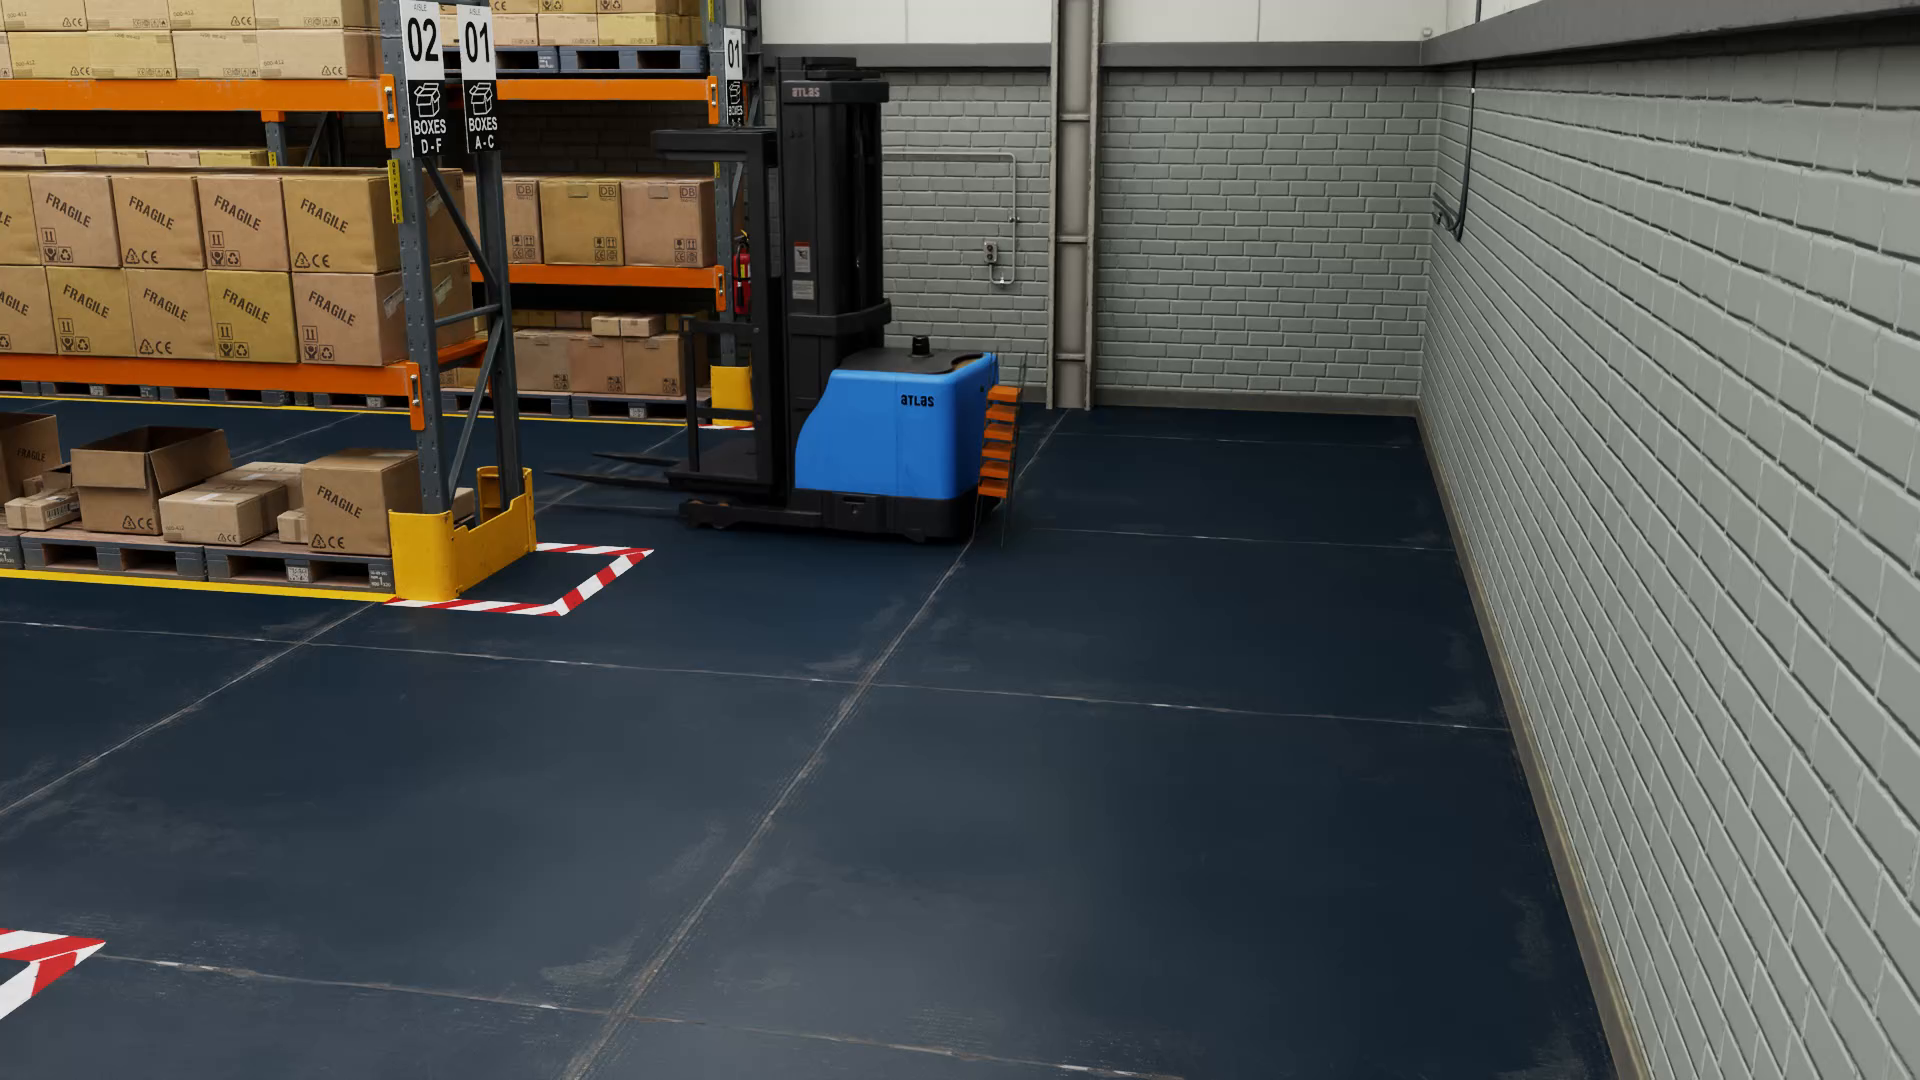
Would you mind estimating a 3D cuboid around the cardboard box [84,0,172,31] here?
[{"bbox_3d":[-4.352,-2.884,9.010,0.500,0.250,0.500,3,16,11],"label":"cardboard box"}]

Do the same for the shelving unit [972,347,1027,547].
[{"bbox_3d":[0.246,-0.574,10.292,0.189,1.200,0.258,8,17,8],"label":"shelving unit"}]

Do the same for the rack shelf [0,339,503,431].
[{"bbox_3d":[-4.778,-1.015,9.884,4.000,0.370,1.077,3,16,11],"label":"rack shelf"}]

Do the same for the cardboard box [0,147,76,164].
[{"bbox_3d":[-8.263,-3.394,14.938,0.500,0.250,0.500,3,16,11],"label":"cardboard box"}]

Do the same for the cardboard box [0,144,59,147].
[{"bbox_3d":[-8.671,-3.555,15.518,0.500,0.250,0.500,3,16,9],"label":"cardboard box"}]

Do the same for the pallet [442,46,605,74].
[{"bbox_3d":[-3.763,-4.055,14.059,1.213,0.211,1.003,3,16,11],"label":"pallet"}]

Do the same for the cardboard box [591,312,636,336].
[{"bbox_3d":[-2.954,-1.845,14.215,0.250,0.149,0.380,4,16,13],"label":"cardboard box"}]

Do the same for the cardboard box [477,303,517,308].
[{"bbox_3d":[-4.122,-2.012,14.818,0.250,0.149,0.380,3,16,12],"label":"cardboard box"}]

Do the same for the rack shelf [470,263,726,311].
[{"bbox_3d":[-3.795,-2.311,14.563,4.000,0.370,1.077,3,16,11],"label":"rack shelf"}]

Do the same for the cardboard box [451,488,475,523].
[{"bbox_3d":[-3.160,-0.205,10.131,0.250,0.149,0.380,3,16,11],"label":"cardboard box"}]

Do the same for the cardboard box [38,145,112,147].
[{"bbox_3d":[-8.169,-3.526,15.417,0.500,0.250,0.500,3,16,10],"label":"cardboard box"}]

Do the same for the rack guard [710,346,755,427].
[{"bbox_3d":[-1.811,-1.345,14.412,0.348,0.500,1.175,3,16,11],"label":"rack guard"}]

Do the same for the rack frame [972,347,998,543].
[{"bbox_3d":[0.156,-0.587,10.305,0.006,1.200,0.240,8,17,8],"label":"rack frame"}]

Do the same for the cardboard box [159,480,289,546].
[{"bbox_3d":[-4.325,-0.165,9.795,0.500,0.250,0.500,3,16,11],"label":"cardboard box"}]

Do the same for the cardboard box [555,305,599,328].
[{"bbox_3d":[-3.370,-1.972,14.672,0.250,0.149,0.380,3,16,12],"label":"cardboard box"}]

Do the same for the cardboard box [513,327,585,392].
[{"bbox_3d":[-3.524,-1.613,14.593,0.500,0.500,0.700,3,16,9],"label":"cardboard box"}]

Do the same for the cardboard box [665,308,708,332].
[{"bbox_3d":[-2.378,-1.918,14.479,0.250,0.149,0.380,3,16,11],"label":"cardboard box"}]

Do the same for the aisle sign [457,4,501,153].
[{"bbox_3d":[-2.693,-2.581,9.321,0.004,0.787,0.394,3,16,11],"label":"aisle sign"}]

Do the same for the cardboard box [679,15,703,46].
[{"bbox_3d":[-2.501,-4.278,14.005,0.500,0.250,0.500,4,16,14],"label":"cardboard box"}]

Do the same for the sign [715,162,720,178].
[{"bbox_3d":[-1.957,-3.082,13.387,0.005,0.325,0.100,3,16,11],"label":"sign"}]

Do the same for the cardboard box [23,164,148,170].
[{"bbox_3d":[-5.195,-1.985,9.980,0.500,0.500,0.500,3,16,12],"label":"cardboard box"}]

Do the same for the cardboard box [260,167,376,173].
[{"bbox_3d":[-3.714,-1.904,9.685,0.500,0.500,0.500,3,16,12],"label":"cardboard box"}]

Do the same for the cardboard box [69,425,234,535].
[{"bbox_3d":[-4.896,-0.378,10.091,0.637,0.503,0.797,3,16,11],"label":"cardboard box"}]

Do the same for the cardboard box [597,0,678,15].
[{"bbox_3d":[-2.606,-4.504,13.416,0.500,0.500,0.500,3,16,11],"label":"cardboard box"}]

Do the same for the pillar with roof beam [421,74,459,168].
[{"bbox_3d":[-5.754,-4.718,10.667,0.400,9.000,9.100,3,16,11],"label":"pillar with roof beam"}]

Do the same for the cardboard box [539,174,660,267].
[{"bbox_3d":[-3.052,-2.756,14.261,0.700,0.700,0.980,3,16,11],"label":"cardboard box"}]

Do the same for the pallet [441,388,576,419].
[{"bbox_3d":[-3.826,-1.295,14.771,1.213,0.211,1.003,3,16,11],"label":"pallet"}]

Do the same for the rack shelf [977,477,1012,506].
[{"bbox_3d":[0.219,-0.302,10.372,0.180,0.103,0.258,8,17,8],"label":"rack shelf"}]

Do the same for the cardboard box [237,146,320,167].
[{"bbox_3d":[-6.154,-3.419,15.030,0.500,0.250,0.500,4,16,13],"label":"cardboard box"}]

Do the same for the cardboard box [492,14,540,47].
[{"bbox_3d":[-3.627,-4.198,13.717,0.500,0.250,0.500,3,16,9],"label":"cardboard box"}]

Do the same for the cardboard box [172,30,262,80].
[{"bbox_3d":[-3.862,-2.616,8.980,0.500,0.250,0.500,3,16,11],"label":"cardboard box"}]

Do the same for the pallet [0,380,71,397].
[{"bbox_3d":[-8.917,-1.571,15.769,1.213,0.211,1.003,3,16,11],"label":"pallet"}]

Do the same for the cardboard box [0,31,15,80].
[{"bbox_3d":[-5.332,-2.696,9.268,0.500,0.250,0.500,3,16,11],"label":"cardboard box"}]

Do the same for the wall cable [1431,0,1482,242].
[{"bbox_3d":[3.636,-3.552,12.273,0.112,2.526,3.097,3,16,11],"label":"wall cable"}]

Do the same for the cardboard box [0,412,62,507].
[{"bbox_3d":[-6.123,-0.519,10.606,0.500,0.500,0.500,3,16,11],"label":"cardboard box"}]

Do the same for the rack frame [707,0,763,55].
[{"bbox_3d":[-1.835,-5.442,13.282,0.127,3.000,1.000,3,16,11],"label":"rack frame"}]

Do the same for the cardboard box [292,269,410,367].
[{"bbox_3d":[-3.311,-1.256,9.220,0.500,0.500,0.500,4,16,13],"label":"cardboard box"}]

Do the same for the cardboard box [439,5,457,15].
[{"bbox_3d":[-4.122,-4.587,13.717,0.500,0.500,0.500,3,16,11],"label":"cardboard box"}]

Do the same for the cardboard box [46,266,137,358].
[{"bbox_3d":[-4.802,-1.337,9.514,0.500,0.500,0.500,3,16,10],"label":"cardboard box"}]

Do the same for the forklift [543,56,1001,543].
[{"bbox_3d":[-1.304,-1.613,10.824,3.031,2.935,1.130,5,16,18],"label":"forklift"}]

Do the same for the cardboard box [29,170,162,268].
[{"bbox_3d":[-4.817,-1.817,9.373,0.500,0.500,0.500,4,16,13],"label":"cardboard box"}]

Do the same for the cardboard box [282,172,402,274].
[{"bbox_3d":[-3.309,-1.737,9.083,0.500,0.500,0.500,3,16,11],"label":"cardboard box"}]

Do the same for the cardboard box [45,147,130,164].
[{"bbox_3d":[-7.762,-3.368,14.846,0.500,0.250,0.500,3,16,10],"label":"cardboard box"}]

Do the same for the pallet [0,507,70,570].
[{"bbox_3d":[-6.065,-0.087,10.412,1.213,0.211,1.003,3,16,11],"label":"pallet"}]

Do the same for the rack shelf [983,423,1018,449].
[{"bbox_3d":[0.253,-0.646,10.271,0.180,0.103,0.258,8,17,8],"label":"rack shelf"}]
